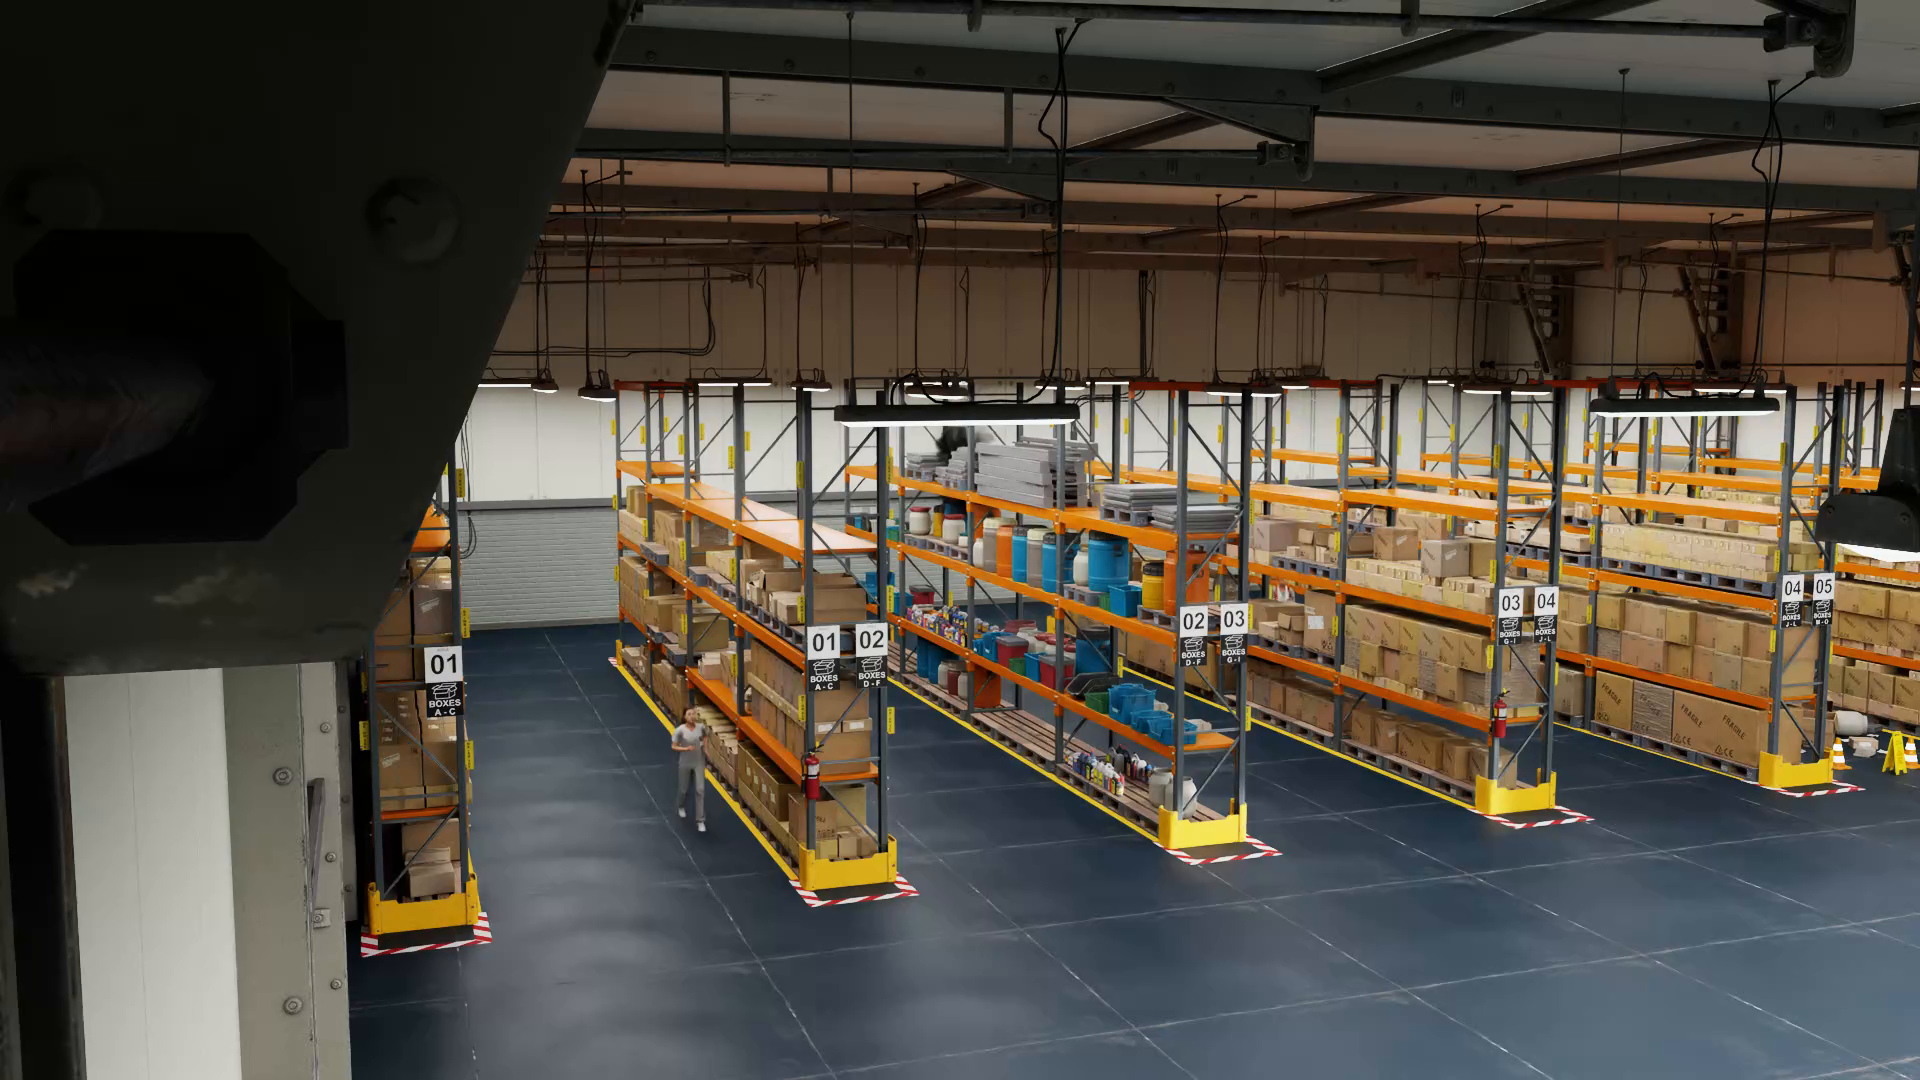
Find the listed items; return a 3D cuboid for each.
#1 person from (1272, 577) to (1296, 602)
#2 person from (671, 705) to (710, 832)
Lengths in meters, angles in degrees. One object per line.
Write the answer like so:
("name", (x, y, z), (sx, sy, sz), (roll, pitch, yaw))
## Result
("person", (7.005, 1.637, 36.173), (0.616, 1.833, 0.746), (-2, 6, -17))
("person", (-3.670, 3.076, 22.727), (0.564, 1.653, 0.970), (-2, 7, -22))
